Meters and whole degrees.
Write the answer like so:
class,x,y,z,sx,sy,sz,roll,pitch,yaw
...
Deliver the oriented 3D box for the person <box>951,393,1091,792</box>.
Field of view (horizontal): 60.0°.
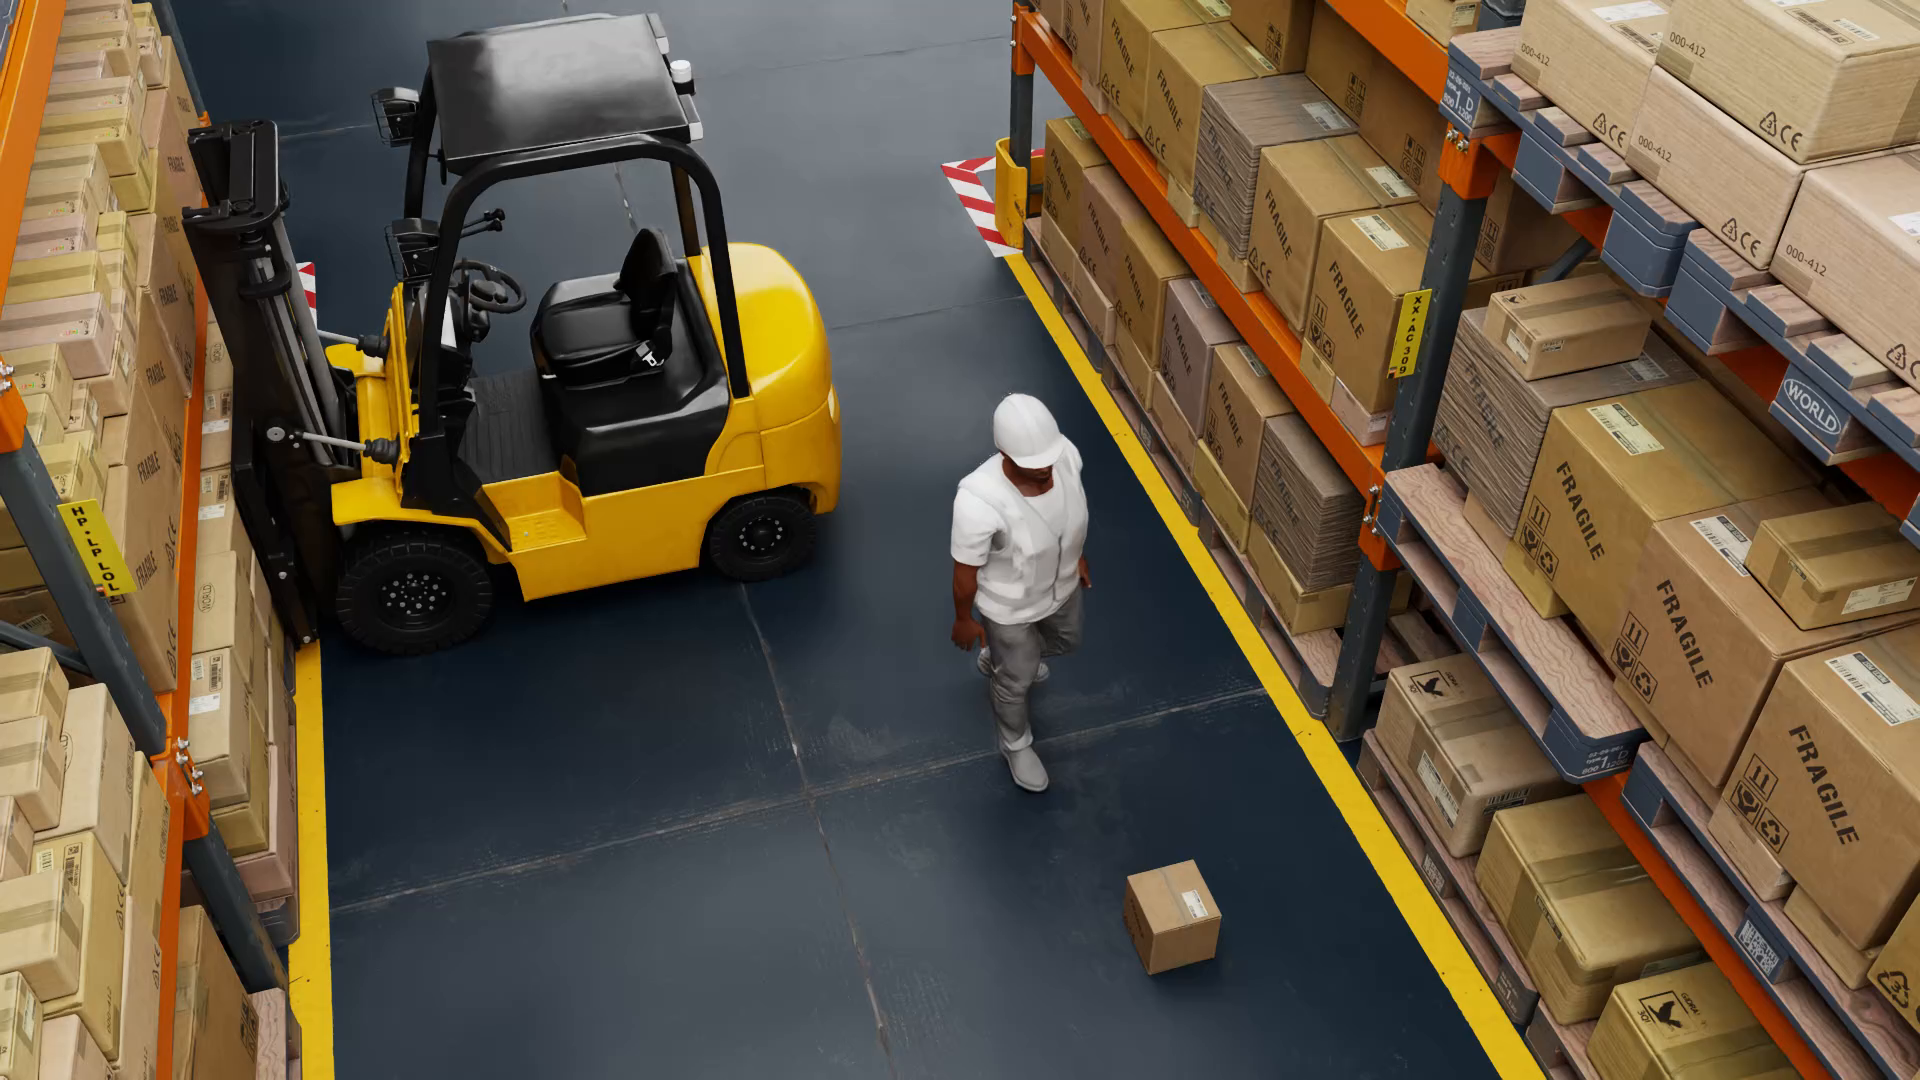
class,x,y,z,sx,sy,sz,roll,pitch,yaw
person,0.199,0.127,5.980,0.635,1.761,0.590,-32,51,-30
